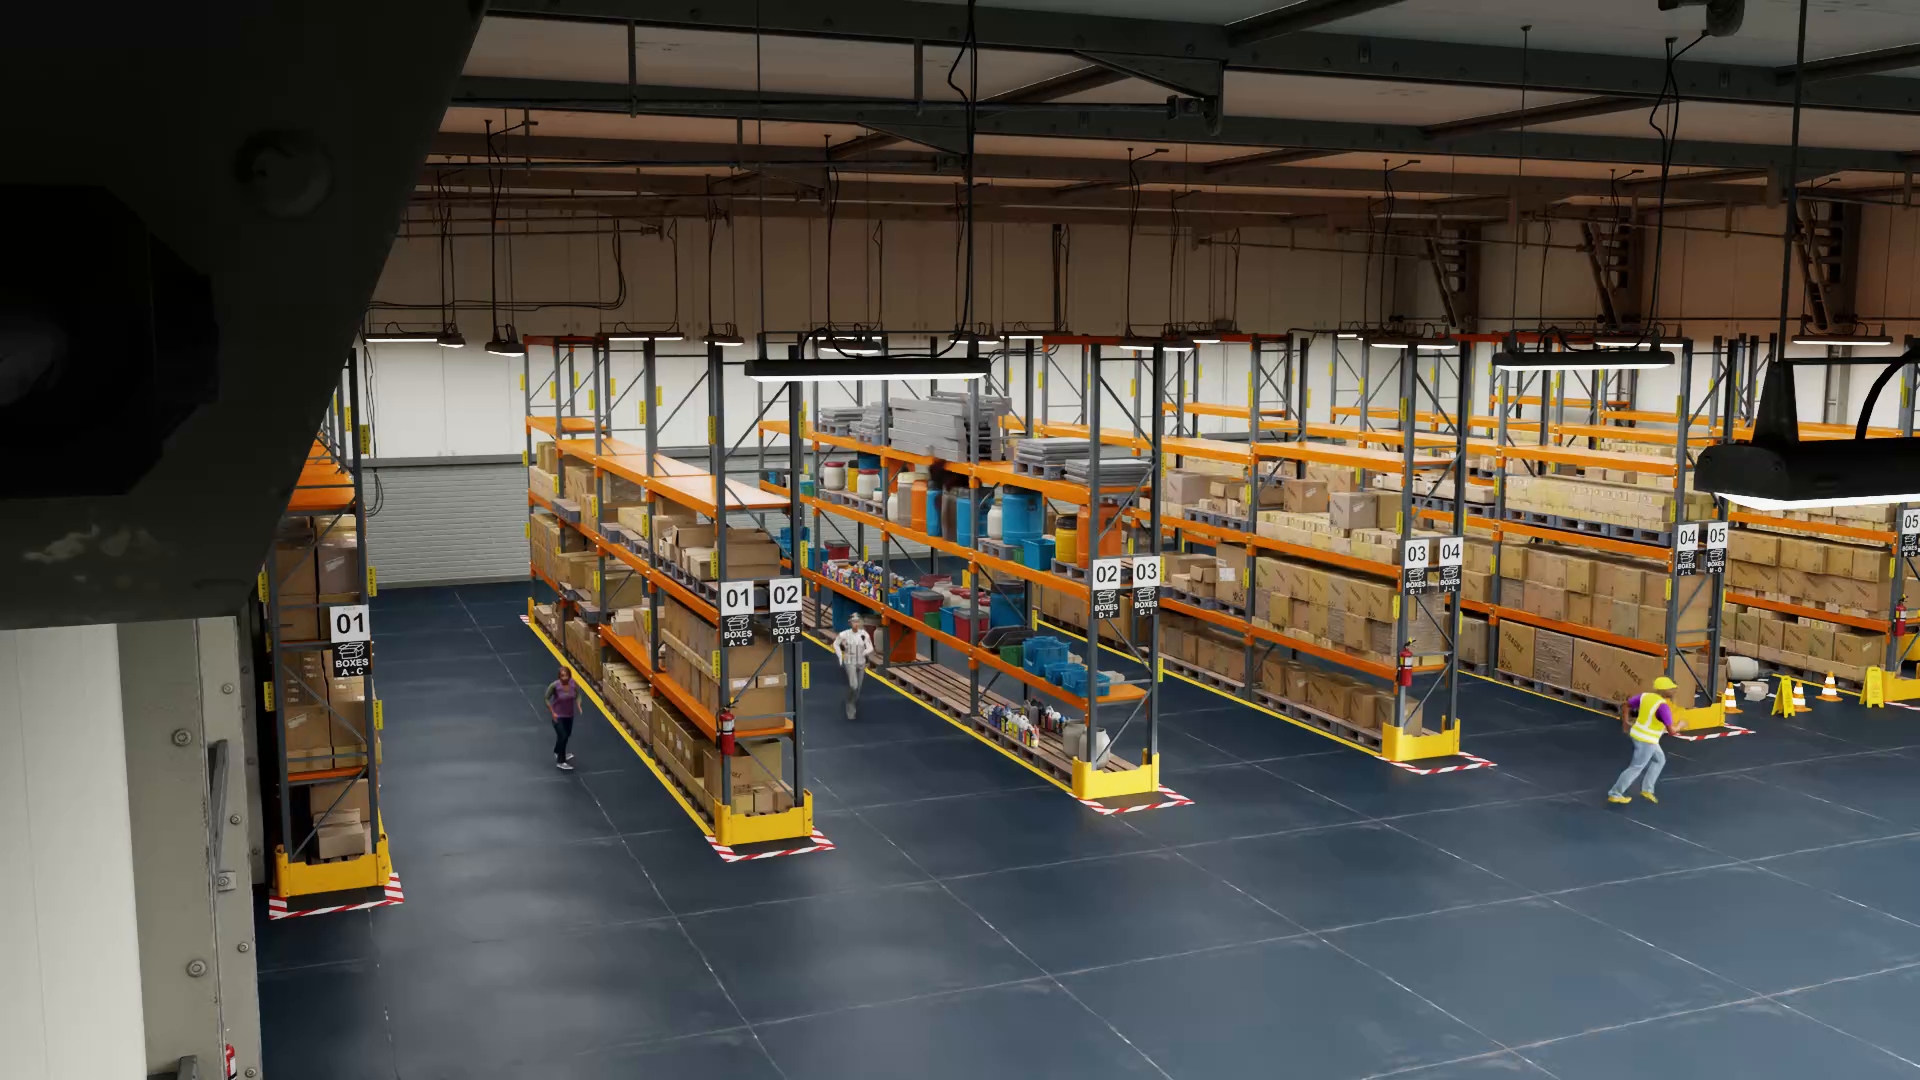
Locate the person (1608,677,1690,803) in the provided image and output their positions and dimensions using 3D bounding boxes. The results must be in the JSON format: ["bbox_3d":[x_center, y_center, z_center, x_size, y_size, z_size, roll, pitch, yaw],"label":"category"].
[{"bbox_3d":[8.938,2.620,21.627,0.990,1.725,0.717,0,8,0],"label":"person"}]

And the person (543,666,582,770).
[{"bbox_3d":[-5.605,2.477,23.479,0.811,1.516,0.556,7,10,43],"label":"person"}]

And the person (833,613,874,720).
[{"bbox_3d":[-1.665,1.990,26.398,0.596,1.710,0.671,-3,8,-21],"label":"person"}]
